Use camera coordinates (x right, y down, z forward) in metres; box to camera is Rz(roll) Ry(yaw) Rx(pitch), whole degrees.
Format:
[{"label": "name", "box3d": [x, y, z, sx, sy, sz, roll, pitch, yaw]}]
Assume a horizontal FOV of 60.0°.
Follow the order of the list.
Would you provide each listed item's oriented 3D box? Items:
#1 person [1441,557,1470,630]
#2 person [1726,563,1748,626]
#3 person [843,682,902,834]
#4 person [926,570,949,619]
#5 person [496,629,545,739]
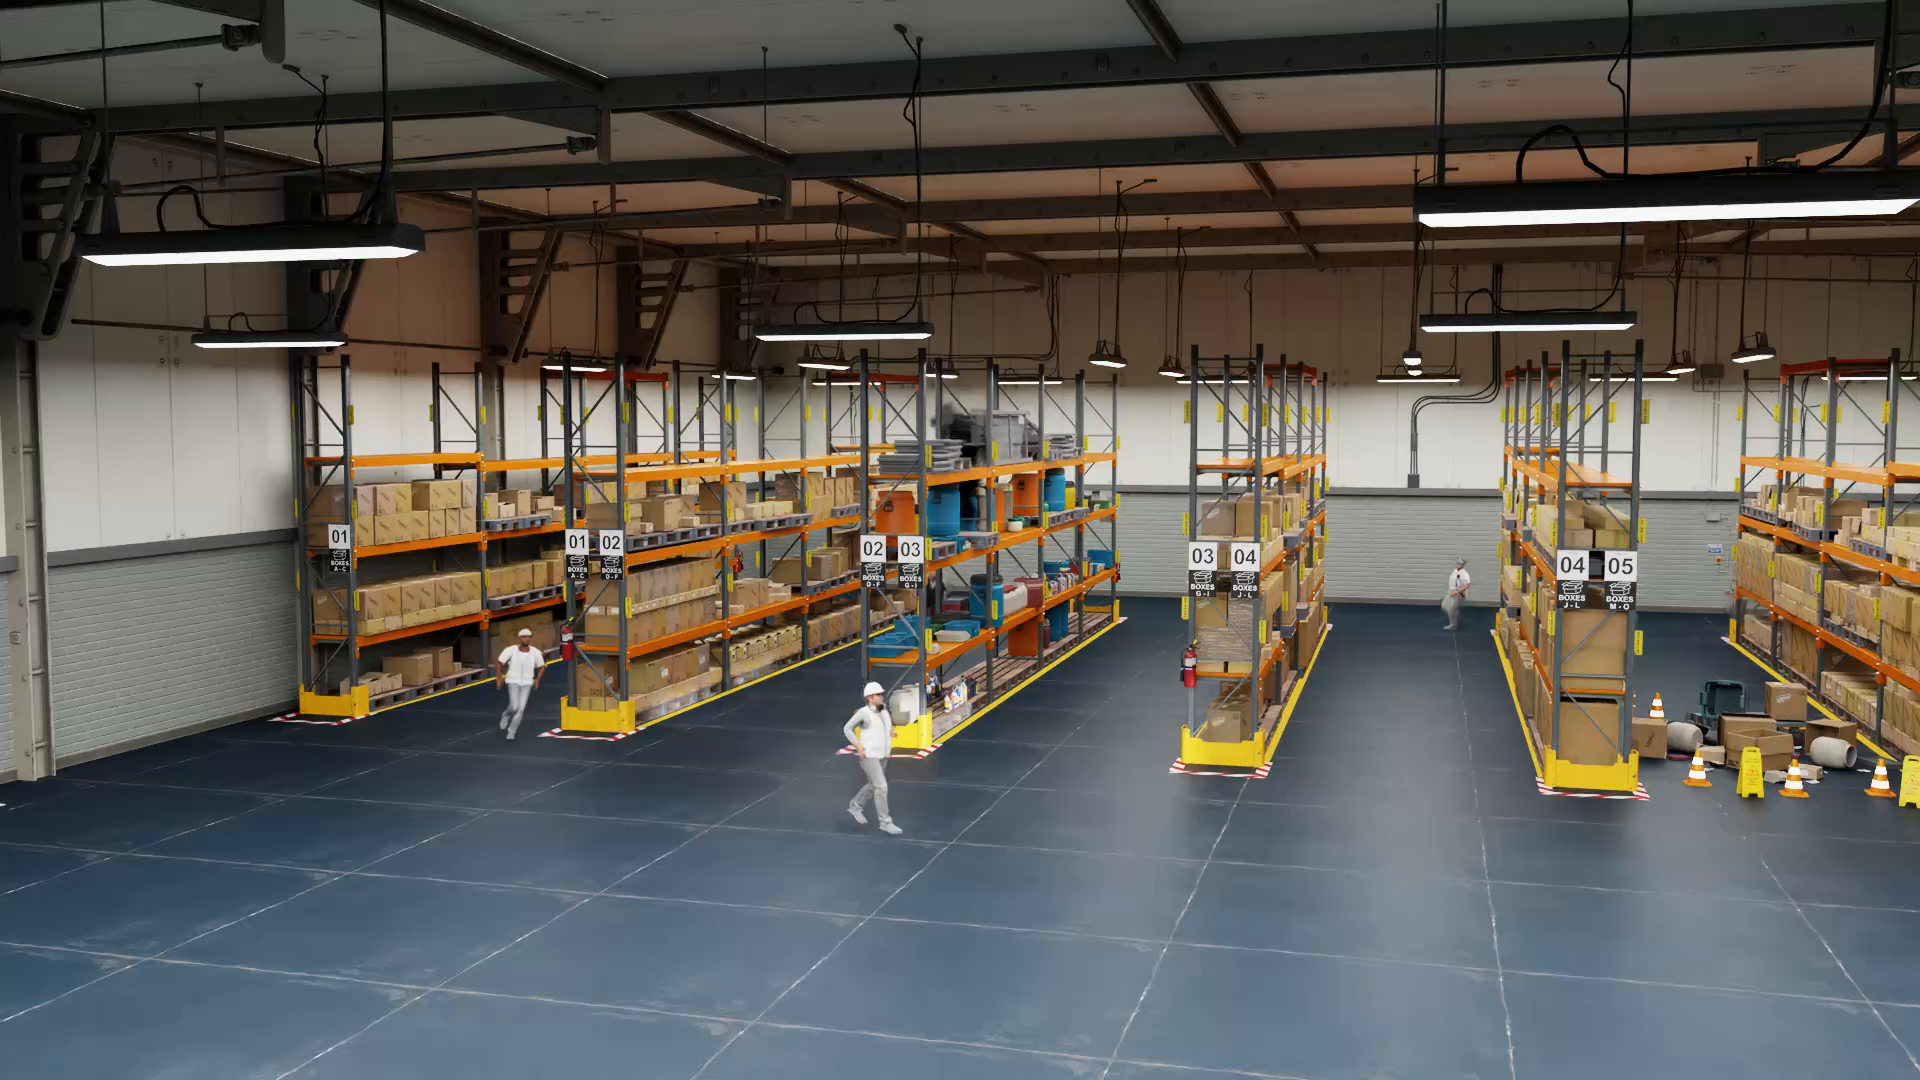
[{"label": "person", "box3d": [11.525, 1.250, 38.670, 0.531, 1.707, 0.700, -2, 5, -22]}, {"label": "person", "box3d": [17.757, 1.335, 37.863, 0.601, 1.640, 0.624, 2, 5, 24]}, {"label": "person", "box3d": [-1.023, 2.591, 19.985, 0.872, 1.772, 0.658, 3, 5, 33]}, {"label": "person", "box3d": [-0.572, 1.448, 36.338, 0.667, 1.693, 0.715, 0, 4, 2]}, {"label": "person", "box3d": [-6.801, 2.225, 25.798, 0.745, 1.690, 0.543, -2, 5, -25]}]
